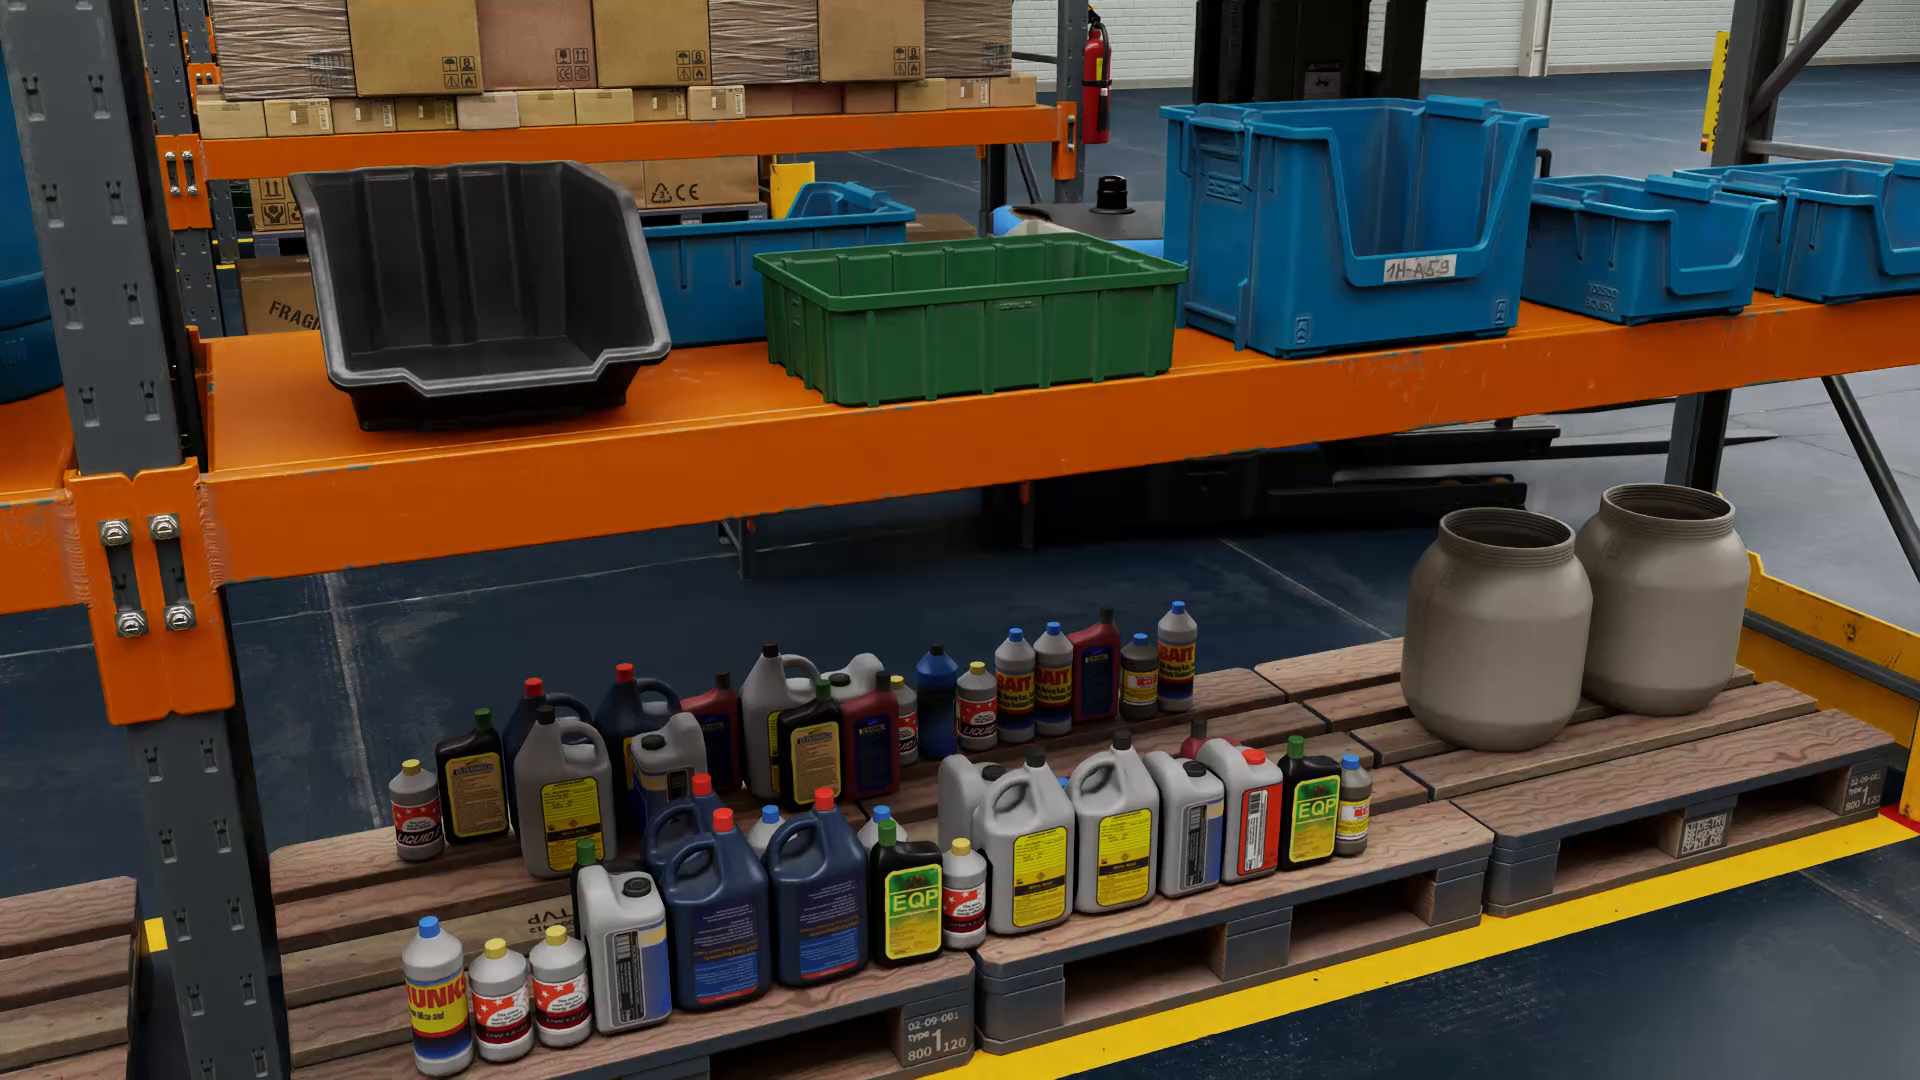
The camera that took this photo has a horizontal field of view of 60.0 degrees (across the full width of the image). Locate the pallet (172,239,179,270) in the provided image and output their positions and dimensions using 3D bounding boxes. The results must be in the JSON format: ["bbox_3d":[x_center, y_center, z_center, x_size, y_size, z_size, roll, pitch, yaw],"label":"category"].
[{"bbox_3d":[-5.858,-2.009,11.410,1.213,0.211,1.003,-8,21,-22],"label":"pallet"}]

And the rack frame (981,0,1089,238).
[{"bbox_3d":[0.365,-2.449,8.461,0.127,3.000,1.000,-8,21,-22],"label":"rack frame"}]

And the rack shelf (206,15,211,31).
[{"bbox_3d":[-7.366,-6.382,20.714,4.000,0.370,1.077,-8,21,-22],"label":"rack shelf"}]

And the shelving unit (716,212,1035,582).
[{"bbox_3d":[-0.313,-0.521,5.807,1.048,1.125,0.538,-6,20,-17],"label":"shelving unit"}]

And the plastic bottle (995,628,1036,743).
[{"bbox_3d":[0.132,0.342,3.979,0.097,0.271,0.097,0,19,0],"label":"plastic bottle"}]

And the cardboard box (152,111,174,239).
[{"bbox_3d":[-5.714,-2.477,11.295,0.750,0.750,1.050,-8,21,-22],"label":"cardboard box"}]

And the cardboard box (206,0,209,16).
[{"bbox_3d":[-8.692,-6.484,19.771,0.500,0.500,0.500,-9,21,-23],"label":"cardboard box"}]

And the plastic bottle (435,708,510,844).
[{"bbox_3d":[-1.035,0.497,3.521,0.133,0.283,0.061,-7,21,-19],"label":"plastic bottle"}]

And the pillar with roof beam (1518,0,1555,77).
[{"bbox_3d":[11.707,-11.053,23.863,0.400,9.000,9.100,-8,21,-22],"label":"pillar with roof beam"}]

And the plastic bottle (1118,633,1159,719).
[{"bbox_3d":[0.444,0.331,4.117,0.097,0.201,0.097,0,19,0],"label":"plastic bottle"}]

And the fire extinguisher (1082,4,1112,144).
[{"bbox_3d":[0.653,-2.287,8.118,0.183,0.674,0.296,-8,21,-22],"label":"fire extinguisher"}]

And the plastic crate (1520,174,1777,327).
[{"bbox_3d":[1.387,-0.628,3.513,0.408,0.251,0.499,-8,21,-22],"label":"plastic crate"}]

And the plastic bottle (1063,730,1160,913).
[{"bbox_3d":[0.294,0.544,3.285,0.185,0.351,0.144,-7,21,-20],"label":"plastic bottle"}]

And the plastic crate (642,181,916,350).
[{"bbox_3d":[-0.437,-0.571,3.351,0.616,0.251,0.499,-8,21,-22],"label":"plastic crate"}]

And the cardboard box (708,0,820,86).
[{"bbox_3d":[-1.039,-2.418,7.774,0.500,0.500,0.875,-8,21,-22],"label":"cardboard box"}]

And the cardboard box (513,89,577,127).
[{"bbox_3d":[-1.853,-1.913,7.317,0.250,0.149,0.380,-8,21,-22],"label":"cardboard box"}]

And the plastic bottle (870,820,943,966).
[{"bbox_3d":[-0.099,0.648,3.094,0.133,0.283,0.061,-7,21,-20],"label":"plastic bottle"}]

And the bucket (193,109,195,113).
[{"bbox_3d":[-5.968,-3.343,13.639,0.620,0.611,0.726,-11,20,0],"label":"bucket"}]

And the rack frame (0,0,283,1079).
[{"bbox_3d":[-1.346,-0.413,2.677,0.127,3.000,1.000,-8,21,-22],"label":"rack frame"}]

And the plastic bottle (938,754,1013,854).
[{"bbox_3d":[0.041,0.562,3.347,0.135,0.276,0.152,-8,21,-22],"label":"plastic bottle"}]

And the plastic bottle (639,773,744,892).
[{"bbox_3d":[-0.498,0.606,3.111,0.185,0.351,0.144,-8,21,-22],"label":"plastic bottle"}]

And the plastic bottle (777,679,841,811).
[{"bbox_3d":[-0.332,0.449,3.659,0.133,0.283,0.061,-8,21,-22],"label":"plastic bottle"}]

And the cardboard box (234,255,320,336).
[{"bbox_3d":[-2.925,-0.982,7.427,0.500,0.500,0.500,-9,21,-24],"label":"cardboard box"}]

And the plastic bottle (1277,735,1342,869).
[{"bbox_3d":[0.714,0.531,3.425,0.133,0.283,0.061,-8,21,-21],"label":"plastic bottle"}]

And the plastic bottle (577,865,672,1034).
[{"bbox_3d":[-0.594,0.705,2.941,0.135,0.276,0.152,-7,21,-20],"label":"plastic bottle"}]

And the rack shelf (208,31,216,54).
[{"bbox_3d":[-5.397,-4.869,16.417,4.000,0.370,1.077,-8,21,-22],"label":"rack shelf"}]

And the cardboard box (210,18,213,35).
[{"bbox_3d":[-6.817,-4.770,15.432,0.250,0.149,0.380,-8,21,-22],"label":"cardboard box"}]

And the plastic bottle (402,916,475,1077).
[{"bbox_3d":[-0.880,0.759,2.797,0.097,0.271,0.097,0,19,0],"label":"plastic bottle"}]

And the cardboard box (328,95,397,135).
[{"bbox_3d":[-2.538,-1.811,7.028,0.250,0.149,0.380,-8,21,-22],"label":"cardboard box"}]

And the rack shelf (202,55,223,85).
[{"bbox_3d":[-3.343,-3.373,12.167,4.000,0.370,1.077,-8,21,-22],"label":"rack shelf"}]

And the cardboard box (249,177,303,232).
[{"bbox_3d":[-4.575,-2.706,11.758,0.875,0.875,0.875,-8,21,-21],"label":"cardboard box"}]

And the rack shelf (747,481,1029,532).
[{"bbox_3d":[-0.313,-0.290,5.888,1.000,0.278,0.538,-6,20,-17],"label":"rack shelf"}]

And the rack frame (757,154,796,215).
[{"bbox_3d":[-1.507,-3.975,12.795,0.127,3.000,1.000,-8,21,-22],"label":"rack frame"}]

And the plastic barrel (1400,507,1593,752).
[{"bbox_3d":[1.293,0.212,4.016,0.421,0.512,0.421,0,19,0],"label":"plastic barrel"}]

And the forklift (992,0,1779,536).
[{"bbox_3d":[1.661,-1.608,6.177,3.031,2.935,1.130,-3,20,-9],"label":"forklift"}]

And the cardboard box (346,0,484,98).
[{"bbox_3d":[-2.397,-2.206,7.172,0.500,0.500,0.875,-8,21,-22],"label":"cardboard box"}]

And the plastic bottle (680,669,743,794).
[{"bbox_3d":[-0.560,0.429,3.714,0.133,0.283,0.061,-7,20,-18],"label":"plastic bottle"}]

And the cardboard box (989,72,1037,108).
[{"bbox_3d":[0.185,-2.230,8.218,0.250,0.149,0.380,-8,21,-22],"label":"cardboard box"}]

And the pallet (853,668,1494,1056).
[{"bbox_3d":[0.409,0.665,3.815,1.213,0.211,1.003,-8,21,-22],"label":"pallet"}]

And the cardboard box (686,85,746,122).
[{"bbox_3d":[-1.151,-2.001,7.567,0.250,0.149,0.380,-8,21,-22],"label":"cardboard box"}]

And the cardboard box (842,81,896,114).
[{"bbox_3d":[-0.490,-2.121,7.907,0.250,0.149,0.380,-8,21,-22],"label":"cardboard box"}]

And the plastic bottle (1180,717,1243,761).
[{"bbox_3d":[0.529,0.503,3.506,0.133,0.283,0.061,-8,21,-22],"label":"plastic bottle"}]

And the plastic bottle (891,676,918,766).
[{"bbox_3d":[-0.148,0.415,3.877,0.097,0.201,0.097,0,19,0],"label":"plastic bottle"}]

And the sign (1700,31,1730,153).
[{"bbox_3d":[2.113,-1.238,4.604,0.005,0.325,0.100,-8,21,-22],"label":"sign"}]
